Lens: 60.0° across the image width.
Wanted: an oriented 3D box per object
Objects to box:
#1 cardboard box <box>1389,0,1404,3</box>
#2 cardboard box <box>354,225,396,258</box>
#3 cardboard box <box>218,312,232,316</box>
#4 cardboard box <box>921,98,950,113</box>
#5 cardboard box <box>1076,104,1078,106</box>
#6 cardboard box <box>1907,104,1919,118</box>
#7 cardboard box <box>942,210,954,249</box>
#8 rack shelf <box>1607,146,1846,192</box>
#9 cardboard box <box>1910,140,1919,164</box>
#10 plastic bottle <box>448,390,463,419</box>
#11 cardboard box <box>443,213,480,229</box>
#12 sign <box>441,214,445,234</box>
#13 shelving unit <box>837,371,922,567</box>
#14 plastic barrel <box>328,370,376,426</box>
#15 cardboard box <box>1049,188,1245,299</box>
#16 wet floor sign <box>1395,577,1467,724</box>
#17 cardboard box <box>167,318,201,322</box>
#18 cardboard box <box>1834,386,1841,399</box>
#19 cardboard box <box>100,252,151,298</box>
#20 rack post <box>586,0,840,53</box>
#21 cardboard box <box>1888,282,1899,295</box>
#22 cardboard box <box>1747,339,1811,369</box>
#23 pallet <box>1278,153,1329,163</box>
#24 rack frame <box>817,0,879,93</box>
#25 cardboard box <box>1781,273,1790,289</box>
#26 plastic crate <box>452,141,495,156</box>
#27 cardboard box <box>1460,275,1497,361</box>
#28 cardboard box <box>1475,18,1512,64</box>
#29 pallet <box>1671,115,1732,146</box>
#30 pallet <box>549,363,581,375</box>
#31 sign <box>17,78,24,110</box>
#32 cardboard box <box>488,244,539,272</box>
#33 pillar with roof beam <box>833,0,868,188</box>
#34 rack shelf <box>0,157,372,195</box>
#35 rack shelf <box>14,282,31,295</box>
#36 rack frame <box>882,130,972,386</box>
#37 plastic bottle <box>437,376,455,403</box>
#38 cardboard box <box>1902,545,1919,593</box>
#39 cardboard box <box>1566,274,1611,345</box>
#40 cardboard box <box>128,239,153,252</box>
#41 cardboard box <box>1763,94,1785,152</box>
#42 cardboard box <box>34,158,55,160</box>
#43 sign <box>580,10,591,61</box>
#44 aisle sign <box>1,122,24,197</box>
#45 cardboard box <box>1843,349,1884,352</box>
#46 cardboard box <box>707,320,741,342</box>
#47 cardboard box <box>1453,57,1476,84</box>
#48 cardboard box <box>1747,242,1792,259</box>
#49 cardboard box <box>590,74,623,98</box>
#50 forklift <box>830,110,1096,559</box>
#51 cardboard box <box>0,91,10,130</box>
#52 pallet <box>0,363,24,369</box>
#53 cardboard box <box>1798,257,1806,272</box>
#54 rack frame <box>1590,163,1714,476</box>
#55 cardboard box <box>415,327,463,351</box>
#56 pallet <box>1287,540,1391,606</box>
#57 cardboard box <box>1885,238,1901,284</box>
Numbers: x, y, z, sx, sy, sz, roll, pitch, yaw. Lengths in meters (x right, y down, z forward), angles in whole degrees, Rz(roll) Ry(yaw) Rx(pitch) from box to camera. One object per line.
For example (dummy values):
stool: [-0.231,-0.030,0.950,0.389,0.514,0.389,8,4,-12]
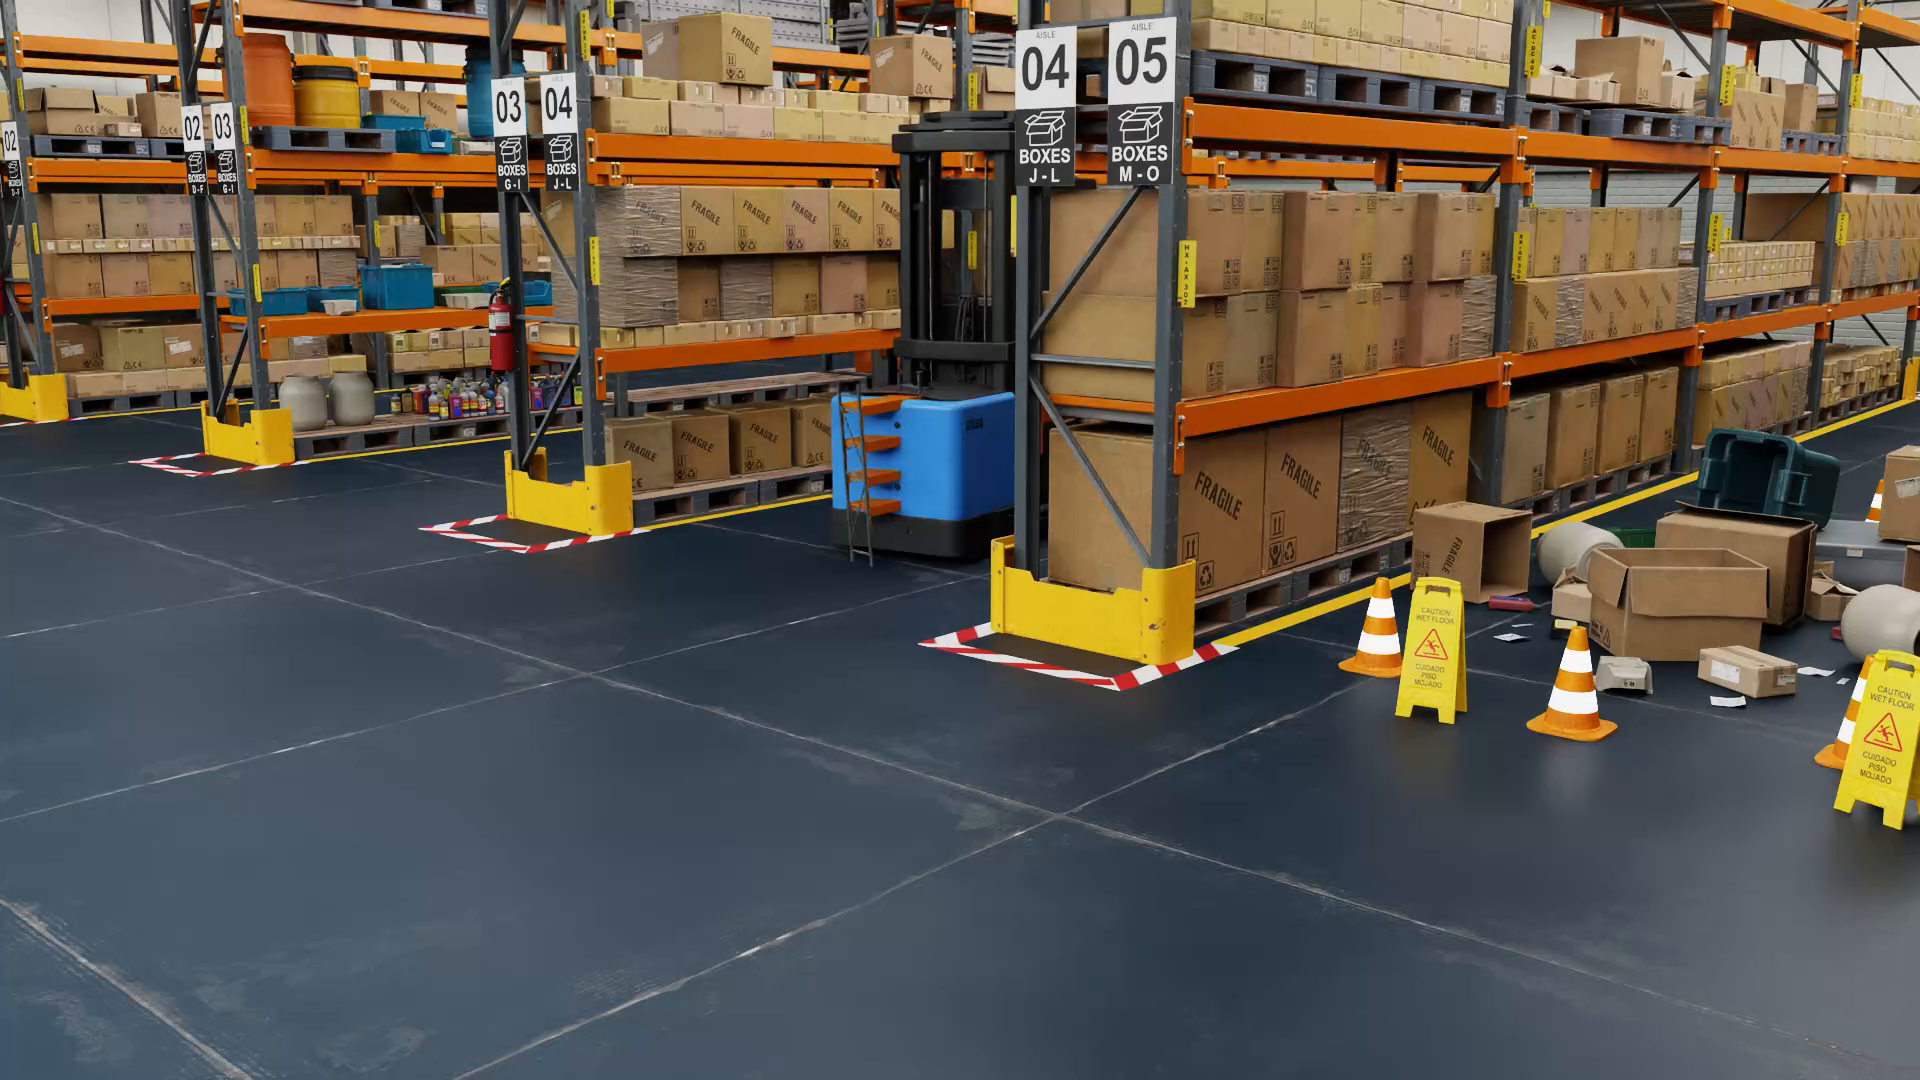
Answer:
cardboard box: [2.348,-3.192,9.653,0.380,0.149,0.250,10,15,41]
cardboard box: [-9.480,-4.791,26.662,0.700,0.500,0.500,8,14,35]
cardboard box: [-10.996,-3.194,25.305,0.700,0.500,0.500,10,15,42]
cardboard box: [-0.304,-3.680,14.186,0.380,0.149,0.250,10,15,42]
cardboard box: [0.699,-4.095,15.563,0.797,0.503,0.637,11,15,43]
cardboard box: [10.777,-4.919,19.111,0.380,0.149,0.250,10,15,41]
cardboard box: [-0.397,-2.756,14.285,0.500,0.500,0.500,10,15,40]
rack shelf: [7.313,-3.517,15.842,1.077,0.370,4.000,10,15,40]
cardboard box: [10.841,-4.502,19.319,0.500,0.250,0.500,10,15,40]
plastic bottle: [-5.073,-1.366,16.702,0.061,0.283,0.133,10,15,41]
cardboard box: [-8.316,-5.293,27.571,0.500,0.250,0.500,10,15,42]
sign: [-8.415,-5.143,27.047,0.100,0.325,0.005,10,15,40]
shelving unit: [-0.489,-0.470,10.932,0.503,1.200,0.258,-14,17,-37]
plastic barrel: [-5.960,-1.391,16.297,0.421,0.512,0.421,0,11,0]
cardboard box: [0.986,-1.581,8.827,0.875,0.550,0.550,10,15,40]
wet floor sign: [2.180,0.487,7.627,0.267,0.644,0.232,7,13,31]
cardboard box: [-9.275,-2.431,20.256,0.500,0.500,0.500,10,15,40]
cardboard box: [9.546,-1.640,18.469,0.380,0.149,0.250,9,15,39]
cardboard box: [-9.725,-3.060,19.116,0.700,0.500,0.500,10,15,42]
rack post: [-2.792,-6.154,19.036,1.013,1.000,3.121,10,15,40]
cardboard box: [10.773,-2.963,19.530,0.380,0.149,0.250,10,15,42]
cardboard box: [8.332,-1.899,16.957,0.500,0.250,0.500,9,15,39]
pallet: [3.455,-4.406,18.936,1.003,0.211,1.213,11,16,43]
rack frame: [-1.387,-6.343,20.496,1.000,3.000,0.127,10,15,40]
cardboard box: [8.017,-2.581,16.543,0.380,0.149,0.250,9,14,37]
plastic crate: [-4.783,-3.866,16.425,0.243,0.136,0.396,10,15,40]
cardboard box: [3.118,-1.534,11.352,0.875,0.550,0.550,10,15,40]
cardboard box: [3.220,-3.209,10.758,0.500,0.250,0.500,10,15,40]
pallet: [5.608,-3.382,13.808,1.213,0.211,1.003,11,16,43]
pallet: [-5.678,-2.559,23.985,1.003,0.211,1.213,10,15,40]
sign: [-9.973,-4.731,17.649,0.100,0.325,0.005,10,15,40]
cardboard box: [-6.200,-3.843,23.036,0.500,0.500,0.500,9,14,37]
pillar with roof beam: [0.819,-8.754,32.564,9.100,9.000,0.548,10,15,40]
rack shelf: [-9.066,-4.278,19.650,1.077,0.370,4.000,10,15,40]
rack shelf: [-12.789,-3.447,23.147,1.077,0.370,4.000,10,15,40]
rack frame: [-0.307,-2.173,14.931,1.000,3.000,0.127,10,15,40]
plastic bottle: [-5.400,-1.547,17.438,0.144,0.351,0.185,11,15,43]
cardboard box: [5.408,0.315,8.852,0.500,0.500,0.500,-2,11,-9]
cardboard box: [4.567,-1.756,12.588,0.500,0.500,0.500,10,15,40]
cardboard box: [-9.459,-3.375,19.040,0.380,0.149,0.250,9,15,39]
cardboard box: [7.221,-3.823,15.282,0.500,0.500,0.500,10,15,40]
cardboard box: [-12.642,-5.285,22.549,0.500,0.500,0.500,11,16,44]
sign: [-2.539,-3.414,11.254,0.100,0.325,0.005,10,15,40]
aisle sign: [-10.199,-4.091,17.899,0.394,0.787,0.004,10,15,40]
cardboard box: [10.612,-2.157,19.540,0.380,0.149,0.250,9,14,38]
cardboard box: [-1.904,-1.617,12.788,0.380,0.149,0.250,10,15,40]
cardboard box: [3.017,-2.949,10.473,0.380,0.149,0.250,10,15,41]
cardboard box: [7.993,-2.868,16.461,0.380,0.149,0.250,10,15,40]
cardboard box: [-2.592,-3.188,11.720,0.380,0.149,0.250,10,15,40]
forklift: [0.295,-1.555,12.015,1.130,2.935,3.031,6,13,29]
cardboard box: [-12.974,-5.695,22.048,0.500,0.500,0.500,10,15,42]
pallet: [-13.496,-2.264,22.508,1.003,0.211,1.213,10,15,40]
cardboard box: [8.346,-2.799,16.877,0.380,0.149,0.250,10,15,41]
rack frame: [5.993,-2.105,14.592,1.000,3.000,0.127,10,15,40]
cardboard box: [-6.951,-2.688,22.028,0.500,0.311,0.500,10,15,40]
pallet: [1.987,0.133,10.507,1.003,0.211,1.213,10,15,40]
cardboard box: [10.499,-3.227,19.193,0.500,0.500,0.500,10,15,41]
